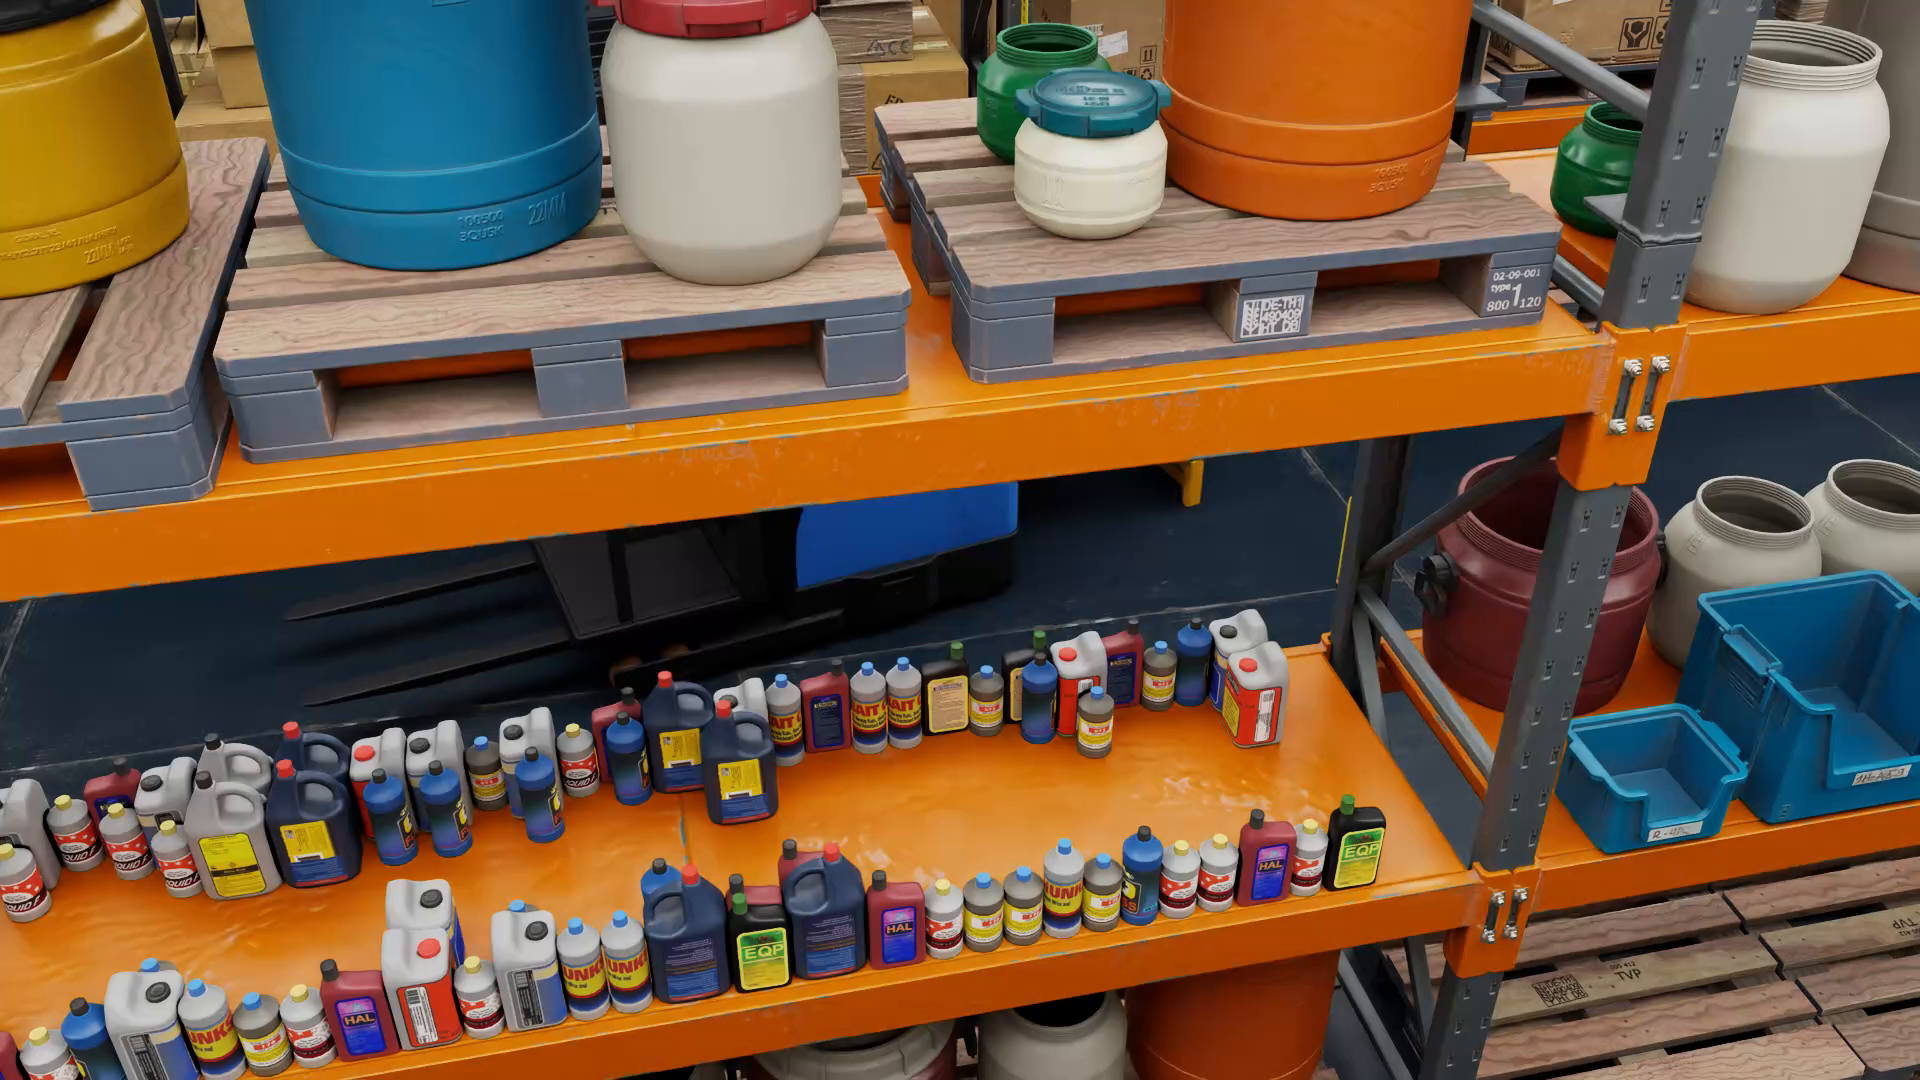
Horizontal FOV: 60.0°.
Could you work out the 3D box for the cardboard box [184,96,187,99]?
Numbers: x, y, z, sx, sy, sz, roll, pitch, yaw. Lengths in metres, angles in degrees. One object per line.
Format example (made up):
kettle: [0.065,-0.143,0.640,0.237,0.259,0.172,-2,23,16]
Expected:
cardboard box: [-5.546,-3.208,12.021,0.250,0.149,0.380,-8,35,-12]

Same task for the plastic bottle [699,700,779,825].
plastic bottle: [-0.571,0.555,4.275,0.185,0.351,0.144,-7,35,-11]

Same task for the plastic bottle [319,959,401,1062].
plastic bottle: [-1.317,1.021,3.641,0.133,0.283,0.061,-7,35,-11]

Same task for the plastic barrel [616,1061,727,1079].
plastic barrel: [-0.839,1.588,4.547,0.421,0.512,0.421,0,34,0]

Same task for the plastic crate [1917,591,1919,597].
plastic crate: [2.910,0.344,4.488,0.583,0.464,0.402,-7,35,-11]

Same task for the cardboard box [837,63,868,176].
cardboard box: [-0.740,-2.077,8.063,0.500,0.500,0.500,-7,35,-11]

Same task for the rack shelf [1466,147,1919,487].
rack shelf: [3.217,-0.789,4.188,4.000,0.370,1.077,-7,35,-11]

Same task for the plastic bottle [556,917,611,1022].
plastic bottle: [-0.851,0.957,3.748,0.097,0.271,0.097,0,34,0]

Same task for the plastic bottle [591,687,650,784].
plastic bottle: [-0.900,0.514,4.397,0.133,0.283,0.061,-7,35,-11]

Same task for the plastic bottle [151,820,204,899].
plastic bottle: [-1.920,0.774,4.083,0.097,0.201,0.097,0,34,0]

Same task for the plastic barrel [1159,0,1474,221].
plastic barrel: [0.712,-1.127,3.283,0.708,0.830,0.600,-7,35,-11]

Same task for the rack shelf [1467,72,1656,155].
rack shelf: [2.125,-2.236,9.035,4.000,0.370,1.077,-7,35,-11]

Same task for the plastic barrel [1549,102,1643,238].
plastic barrel: [1.496,-0.836,3.751,0.294,0.245,0.294,0,34,0]

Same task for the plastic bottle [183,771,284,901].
plastic bottle: [-1.779,0.703,4.055,0.185,0.351,0.144,-7,35,-11]

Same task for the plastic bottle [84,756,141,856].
plastic bottle: [-2.106,0.666,4.170,0.133,0.283,0.061,-7,35,-11]

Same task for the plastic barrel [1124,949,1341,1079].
plastic barrel: [0.793,1.199,4.842,0.708,0.830,0.600,-7,35,-11]

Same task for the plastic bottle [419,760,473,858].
plastic bottle: [-1.297,0.666,4.181,0.097,0.271,0.097,0,34,0]

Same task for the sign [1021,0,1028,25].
sign: [0.300,-2.468,7.697,0.005,0.325,0.100,-7,35,-11]

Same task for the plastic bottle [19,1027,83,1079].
plastic bottle: [-1.944,1.124,3.562,0.097,0.201,0.097,0,34,0]

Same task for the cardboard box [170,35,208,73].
cardboard box: [-5.494,-3.470,11.877,0.250,0.149,0.380,-7,35,-11]

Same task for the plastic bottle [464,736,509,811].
plastic bottle: [-1.235,0.601,4.341,0.097,0.201,0.097,0,34,0]

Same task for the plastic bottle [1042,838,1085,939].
plastic bottle: [0.245,0.819,3.954,0.097,0.271,0.097,0,34,0]

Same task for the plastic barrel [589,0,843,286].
plastic barrel: [-0.429,-0.773,3.020,0.433,0.535,0.433,0,34,0]

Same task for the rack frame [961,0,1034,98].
rack frame: [0.174,-2.289,8.469,0.127,3.000,1.000,-7,35,-11]

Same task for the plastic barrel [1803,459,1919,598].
plastic barrel: [2.634,0.062,4.865,0.421,0.512,0.421,0,34,0]

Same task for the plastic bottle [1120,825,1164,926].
plastic bottle: [0.435,0.795,3.989,0.097,0.271,0.097,0,34,0]

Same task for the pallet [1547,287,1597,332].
pallet: [3.316,-1.526,9.835,1.213,0.211,1.003,-7,35,-11]

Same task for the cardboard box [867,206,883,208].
cardboard box: [-0.504,-1.507,8.834,0.875,0.875,1.225,-9,35,-13]

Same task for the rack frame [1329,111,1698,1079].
rack frame: [1.267,0.403,4.457,0.127,3.000,1.000,-7,35,-11]

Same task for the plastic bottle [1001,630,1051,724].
plastic bottle: [0.181,0.378,4.600,0.133,0.283,0.061,-7,35,-11]

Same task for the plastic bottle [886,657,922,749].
plastic bottle: [-0.152,0.435,4.525,0.097,0.271,0.097,0,34,0]

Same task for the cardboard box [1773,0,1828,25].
cardboard box: [4.528,-2.967,9.123,0.500,0.500,0.875,-7,35,-11]

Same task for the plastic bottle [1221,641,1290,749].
plastic bottle: [0.807,0.415,4.551,0.135,0.276,0.152,-7,35,-11]

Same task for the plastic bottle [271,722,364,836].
plastic bottle: [-1.630,0.602,4.205,0.185,0.351,0.144,-7,35,-11]

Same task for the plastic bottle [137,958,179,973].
plastic bottle: [-1.788,1.017,3.721,0.097,0.201,0.097,0,34,0]

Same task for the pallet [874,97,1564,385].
pallet: [0.499,-0.723,3.613,1.213,0.211,1.003,-7,35,-11]

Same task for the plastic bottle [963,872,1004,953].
plastic bottle: [0.055,0.872,3.937,0.097,0.201,0.097,0,34,0]

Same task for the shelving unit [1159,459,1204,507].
shelving unit: [0.553,-0.823,7.631,1.083,1.500,0.587,-14,36,-20]

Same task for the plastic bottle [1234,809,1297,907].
plastic bottle: [0.741,0.762,4.028,0.133,0.283,0.061,-7,35,-11]

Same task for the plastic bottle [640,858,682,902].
plastic bottle: [-0.693,0.855,3.900,0.097,0.271,0.097,0,34,0]

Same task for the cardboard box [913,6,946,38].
cardboard box: [-0.360,-2.418,8.572,0.500,0.500,0.500,-6,34,-9]

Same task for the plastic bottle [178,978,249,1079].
plastic bottle: [-1.623,1.054,3.603,0.097,0.271,0.097,0,34,0]

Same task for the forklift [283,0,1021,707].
forklift: [-1.295,-0.913,6.480,3.031,2.935,1.130,-14,36,-20]

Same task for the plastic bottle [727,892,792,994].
plastic bottle: [-0.459,0.913,3.802,0.133,0.283,0.061,-7,35,-11]

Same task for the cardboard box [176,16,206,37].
cardboard box: [-5.622,-3.753,12.299,0.250,0.149,0.380,-8,35,-11]

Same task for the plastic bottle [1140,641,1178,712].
plastic bottle: [0.559,0.375,4.678,0.097,0.201,0.097,0,34,0]

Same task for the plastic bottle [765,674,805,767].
plastic bottle: [-0.472,0.475,4.465,0.097,0.271,0.097,0,34,0]

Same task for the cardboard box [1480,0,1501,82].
cardboard box: [2.405,-2.734,8.663,0.637,0.503,0.797,-4,34,-6]
